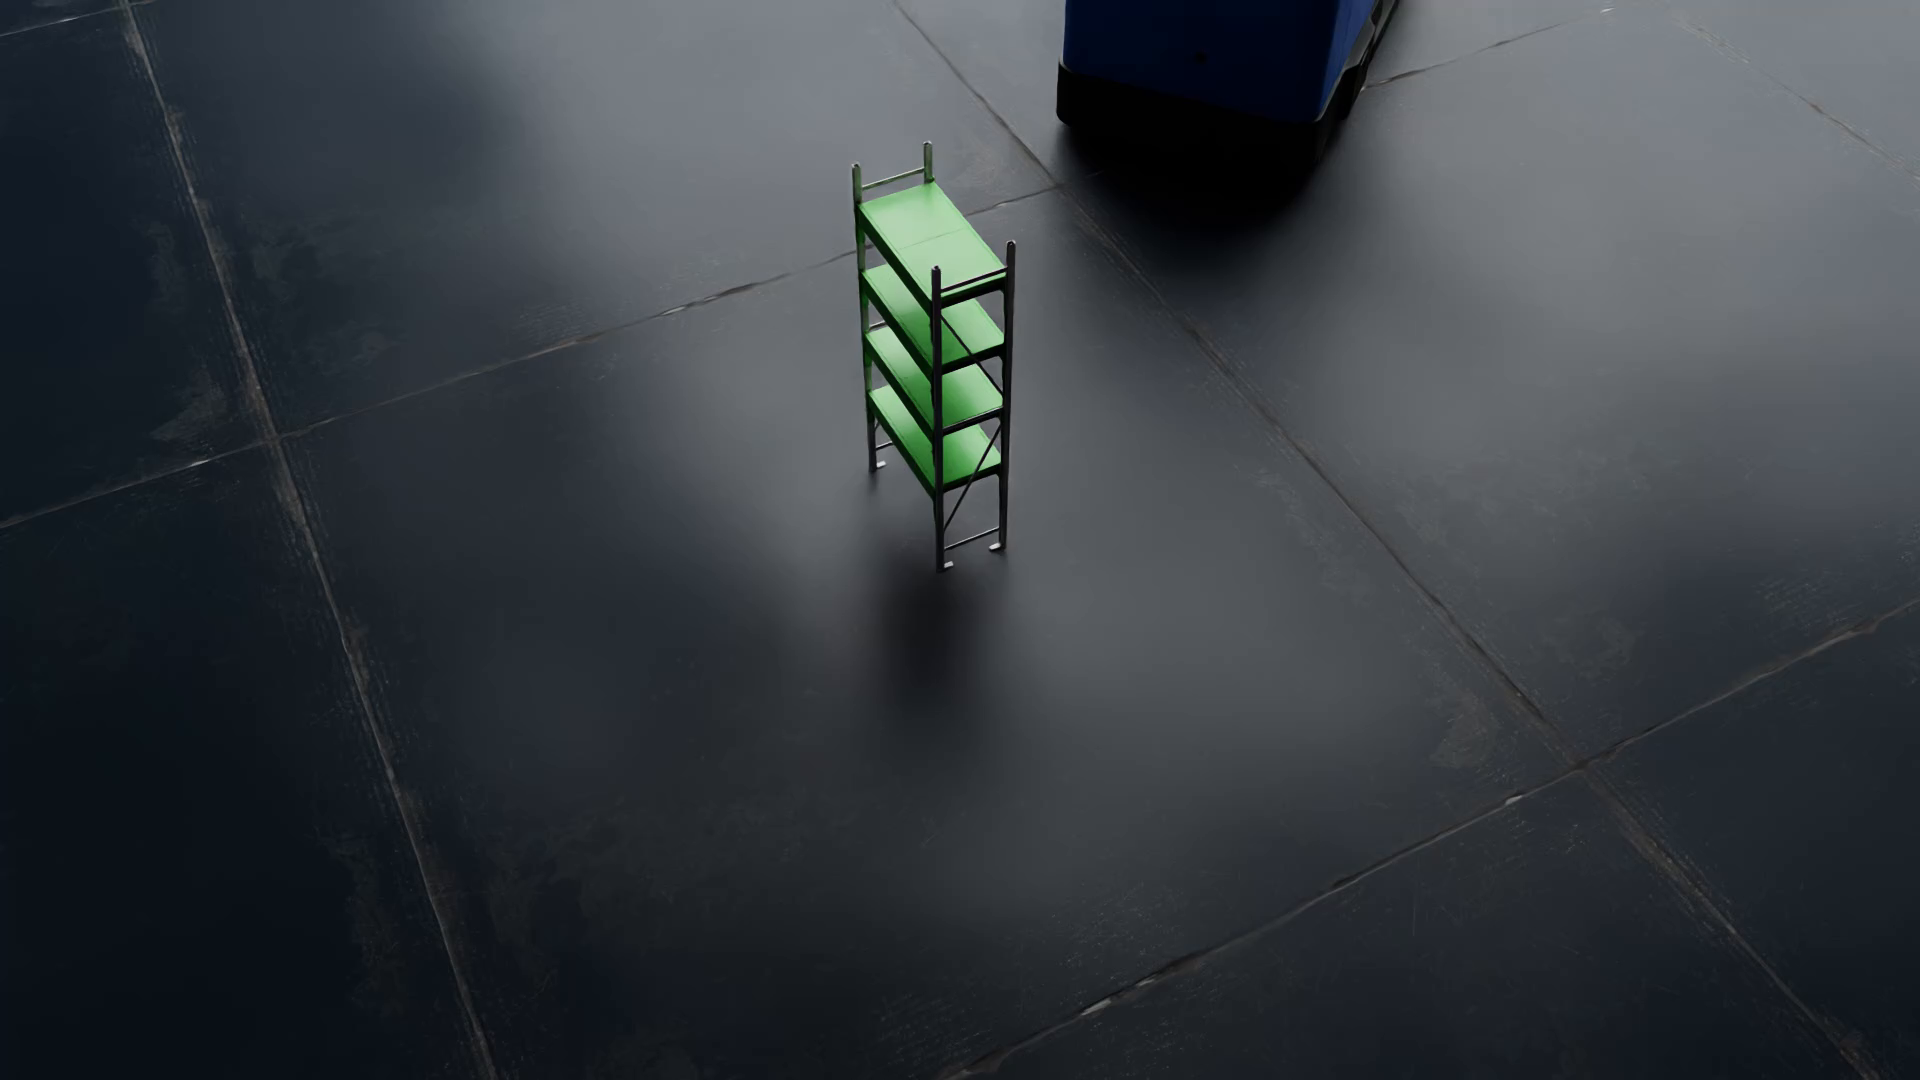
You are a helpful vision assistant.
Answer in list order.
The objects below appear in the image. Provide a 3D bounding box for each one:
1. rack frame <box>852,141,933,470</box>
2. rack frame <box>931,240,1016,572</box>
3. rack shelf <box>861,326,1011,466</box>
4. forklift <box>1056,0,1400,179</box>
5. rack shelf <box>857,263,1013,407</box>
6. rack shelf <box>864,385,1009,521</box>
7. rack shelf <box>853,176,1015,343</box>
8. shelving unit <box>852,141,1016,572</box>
[{"bbox_3d":[-0.187,-0.669,5.038,0.240,1.200,0.015,-21,52,-18],"label":"rack frame"},{"bbox_3d":[0.036,-0.342,4.752,0.240,1.200,0.015,-21,52,-18],"label":"rack frame"},{"bbox_3d":[-0.076,-0.464,4.943,0.258,0.148,0.480,-21,52,-18],"label":"rack shelf"},{"bbox_3d":[1.430,-3.477,6.344,1.130,2.935,3.031,18,51,15],"label":"forklift"},{"bbox_3d":[-0.076,-0.622,4.763,0.258,0.148,0.480,-21,52,-18],"label":"rack shelf"},{"bbox_3d":[-0.076,-0.306,5.124,0.258,0.148,0.480,-21,52,-18],"label":"rack shelf"},{"bbox_3d":[-0.076,-0.780,4.582,0.258,0.148,0.480,-21,52,-18],"label":"rack shelf"},{"bbox_3d":[-0.076,-0.506,4.895,0.258,1.200,0.503,-21,52,-18],"label":"shelving unit"}]
